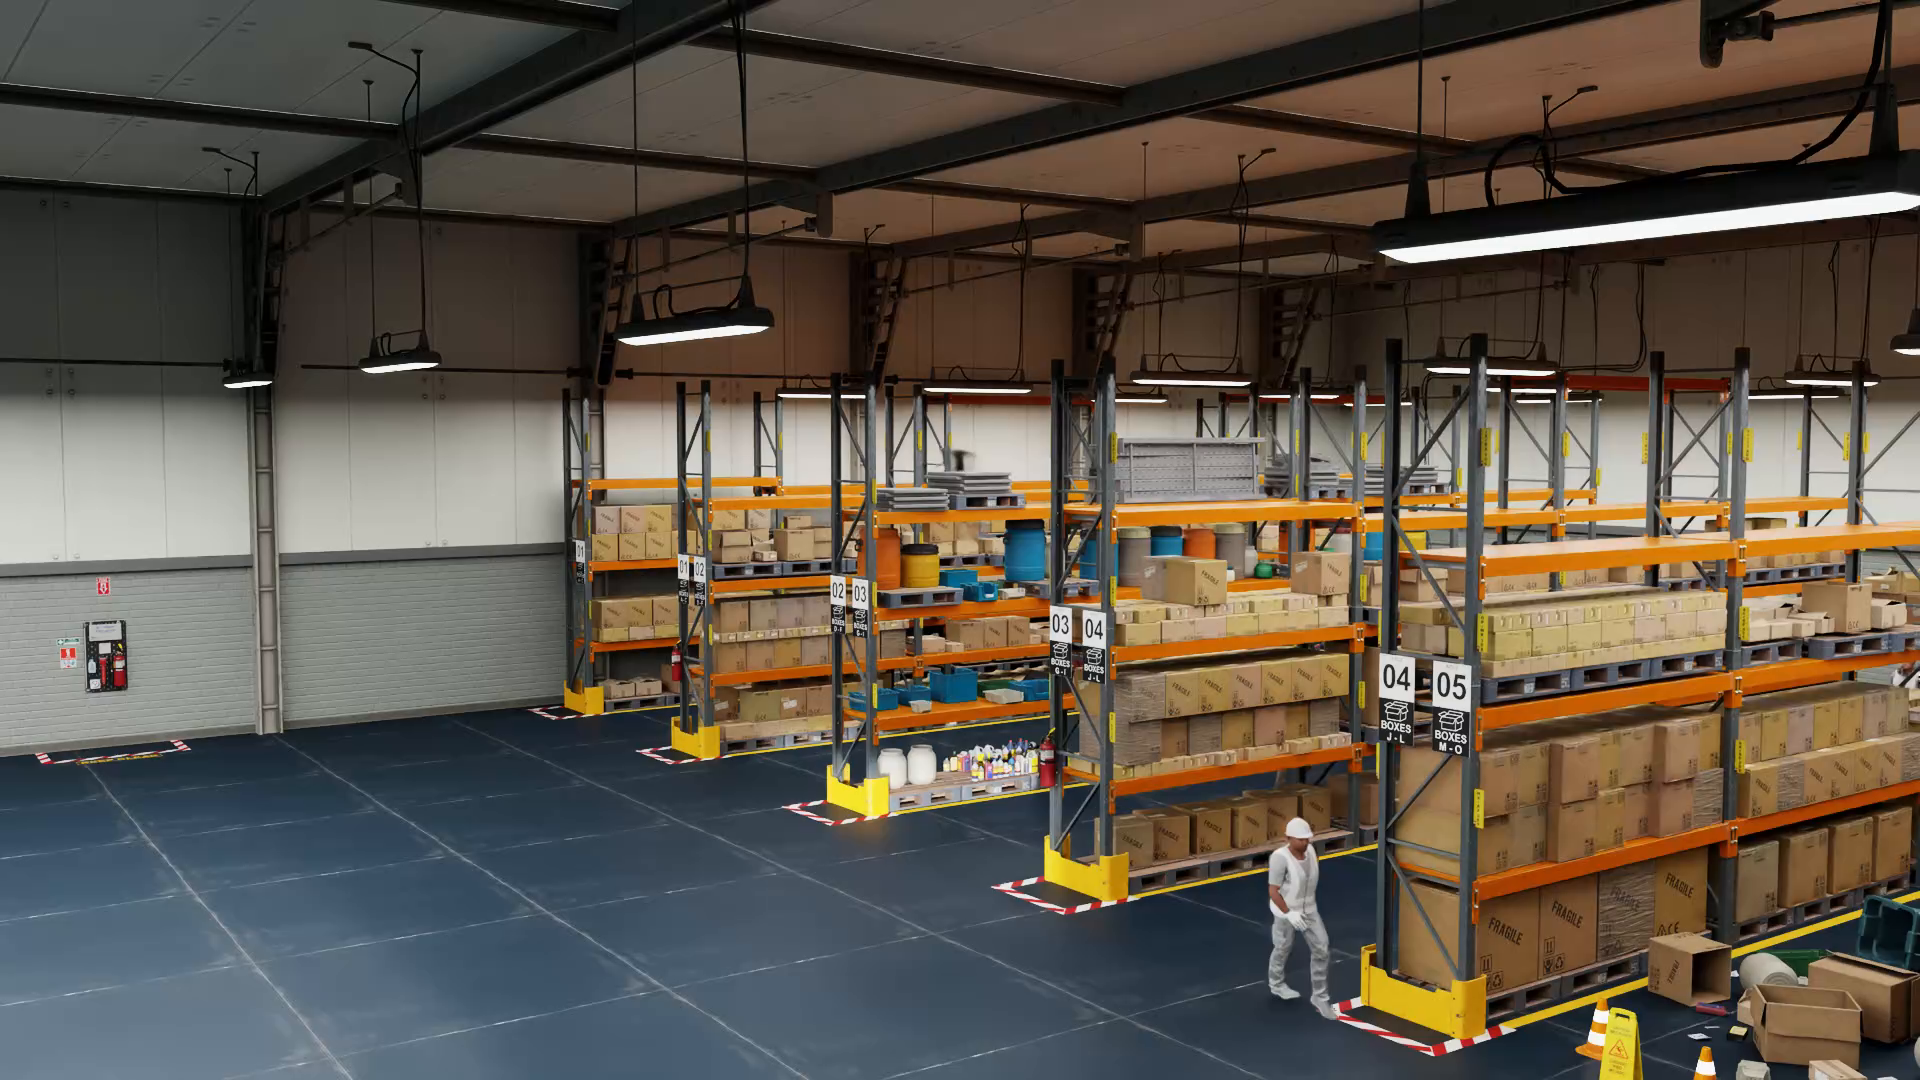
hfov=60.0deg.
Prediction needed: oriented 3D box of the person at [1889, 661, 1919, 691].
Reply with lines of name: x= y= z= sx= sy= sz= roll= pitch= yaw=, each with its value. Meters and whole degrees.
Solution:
person: x=14.911 y=2.629 z=26.203 sx=0.619 sy=1.725 sz=0.647 roll=-3 pitch=5 yaw=-38

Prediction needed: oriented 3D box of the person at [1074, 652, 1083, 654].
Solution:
person: x=2.470 y=2.157 z=33.914 sx=0.855 sy=1.666 sz=0.700 roll=-4 pitch=5 yaw=-44

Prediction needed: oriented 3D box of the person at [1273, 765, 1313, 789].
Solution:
person: x=4.838 y=2.816 z=24.125 sx=0.705 sy=1.696 sz=1.024 roll=4 pitch=5 yaw=44

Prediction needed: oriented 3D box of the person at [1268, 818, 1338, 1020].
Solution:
person: x=2.950 y=3.347 z=14.813 sx=0.632 sy=1.828 sz=0.732 roll=-1 pitch=4 yaw=-21
